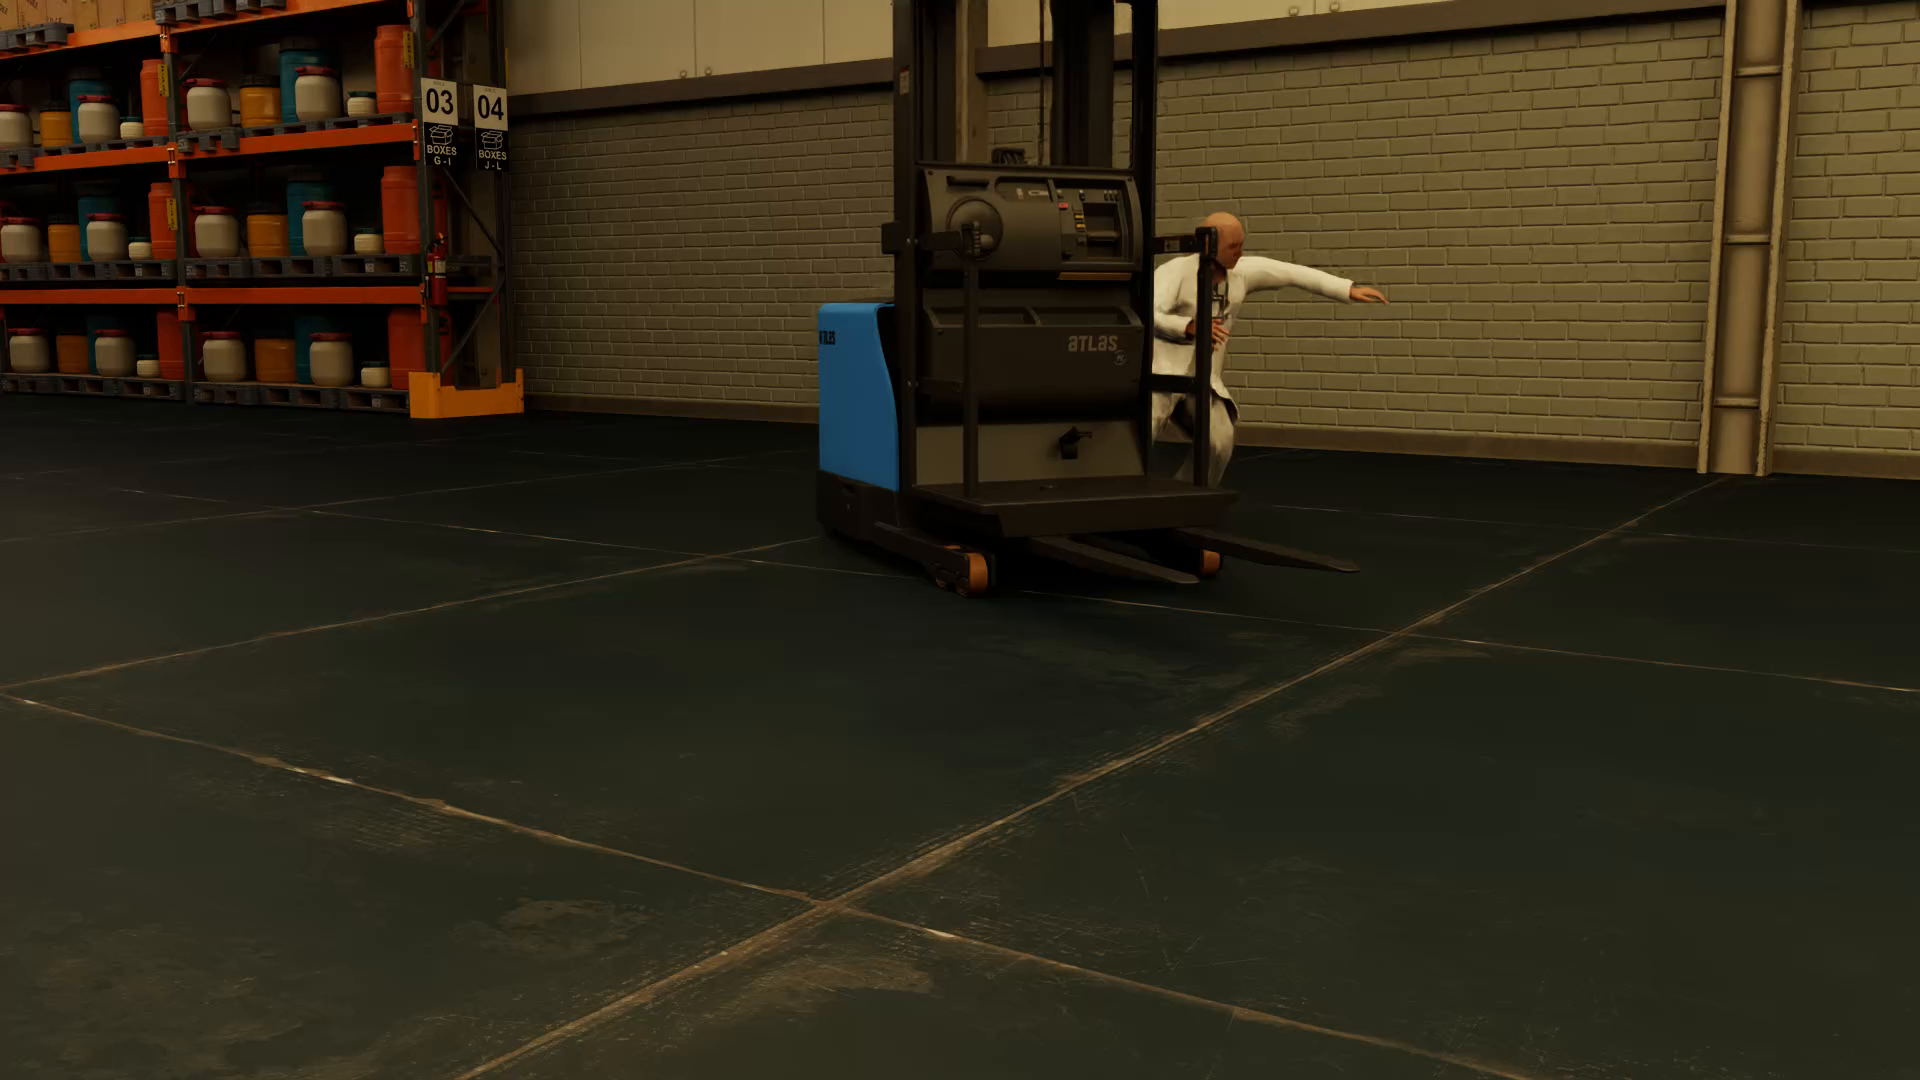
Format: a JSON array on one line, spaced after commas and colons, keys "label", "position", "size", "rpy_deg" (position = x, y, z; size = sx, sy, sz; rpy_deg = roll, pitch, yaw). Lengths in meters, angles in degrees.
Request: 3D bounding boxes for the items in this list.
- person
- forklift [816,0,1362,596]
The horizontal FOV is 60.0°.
[{"label": "person", "position": [1.136, -0.770, 7.727], "size": [1.617, 1.485, 0.806], "rpy_deg": [-4, 9, -25]}, {"label": "forklift", "position": [0.386, -1.312, 6.420], "size": [1.130, 2.935, 3.031], "rpy_deg": [-4, 9, -23]}]
